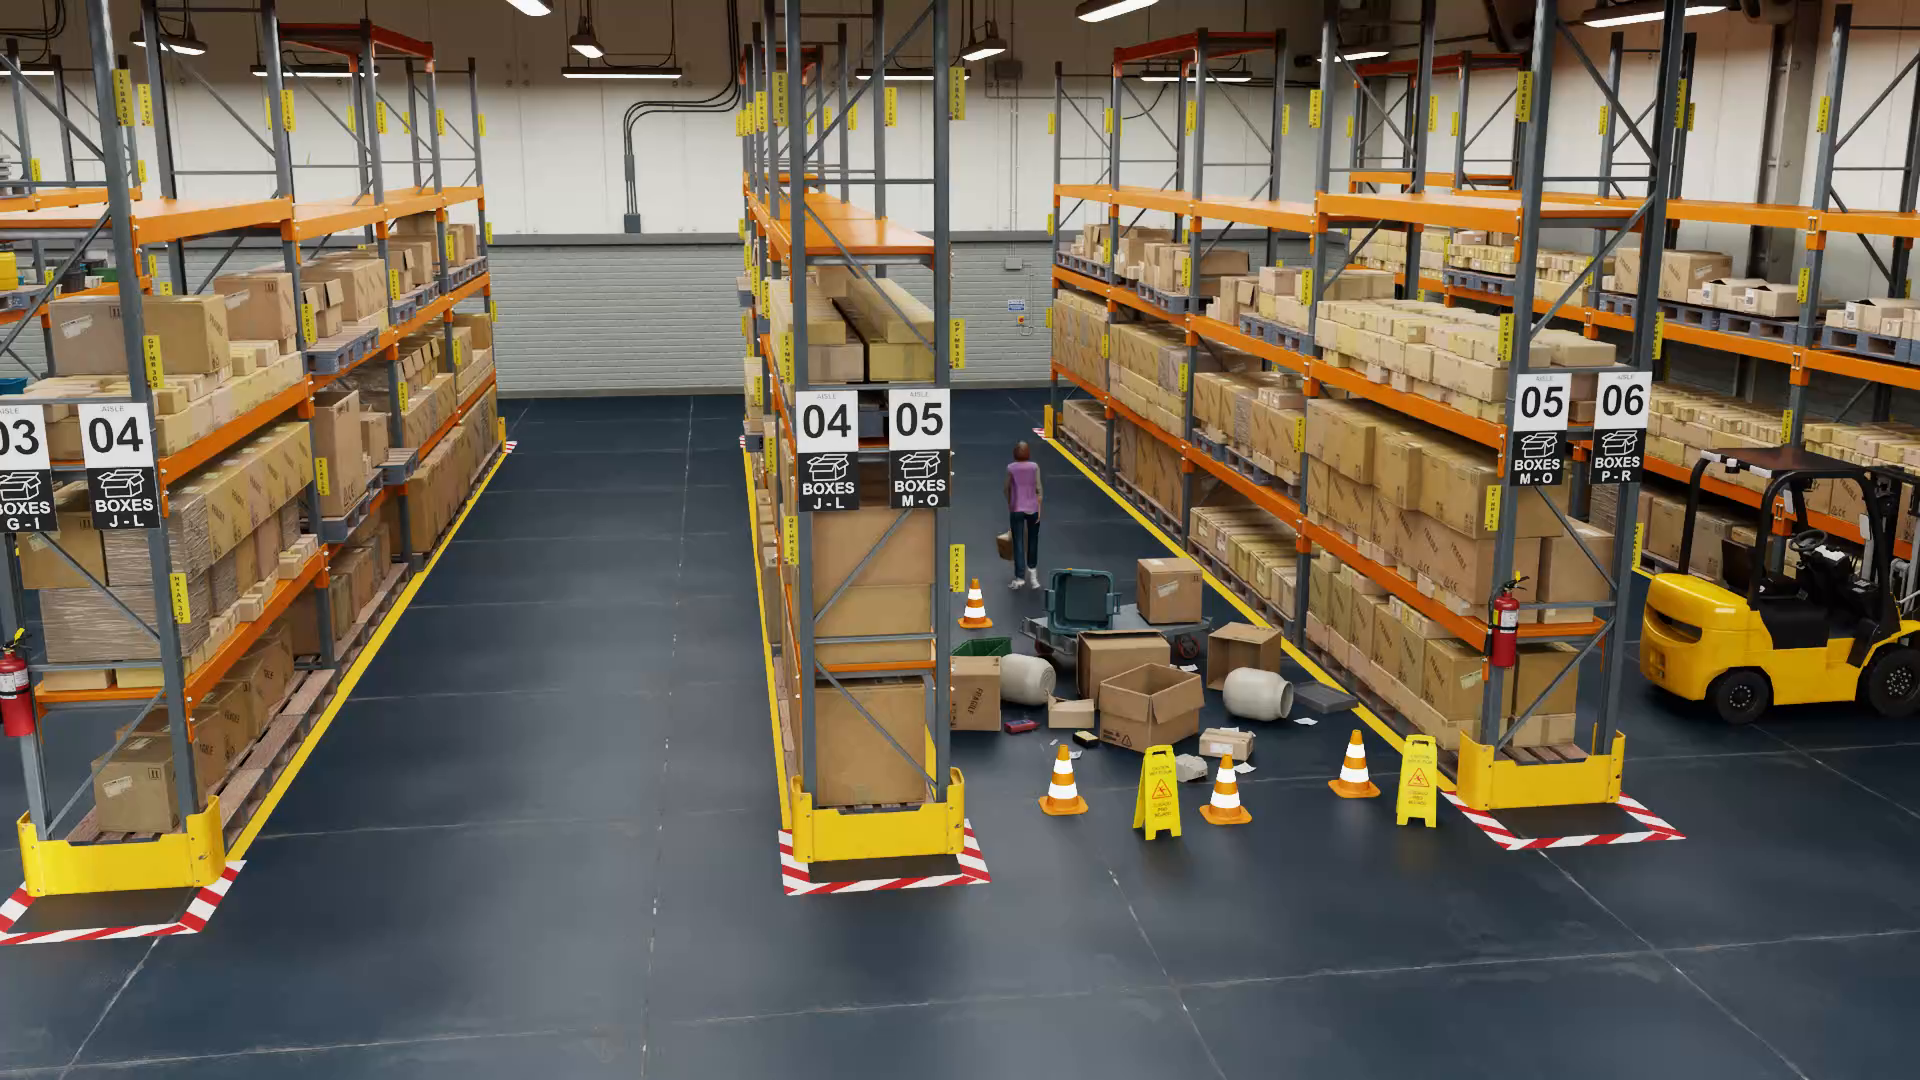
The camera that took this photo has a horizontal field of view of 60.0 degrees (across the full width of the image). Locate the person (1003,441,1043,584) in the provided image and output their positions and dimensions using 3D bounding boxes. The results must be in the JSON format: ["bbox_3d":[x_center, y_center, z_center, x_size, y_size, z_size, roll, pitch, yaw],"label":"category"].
[{"bbox_3d":[0.700,-0.333,18.430,0.432,1.533,0.954,0,13,-2],"label":"person"}]
